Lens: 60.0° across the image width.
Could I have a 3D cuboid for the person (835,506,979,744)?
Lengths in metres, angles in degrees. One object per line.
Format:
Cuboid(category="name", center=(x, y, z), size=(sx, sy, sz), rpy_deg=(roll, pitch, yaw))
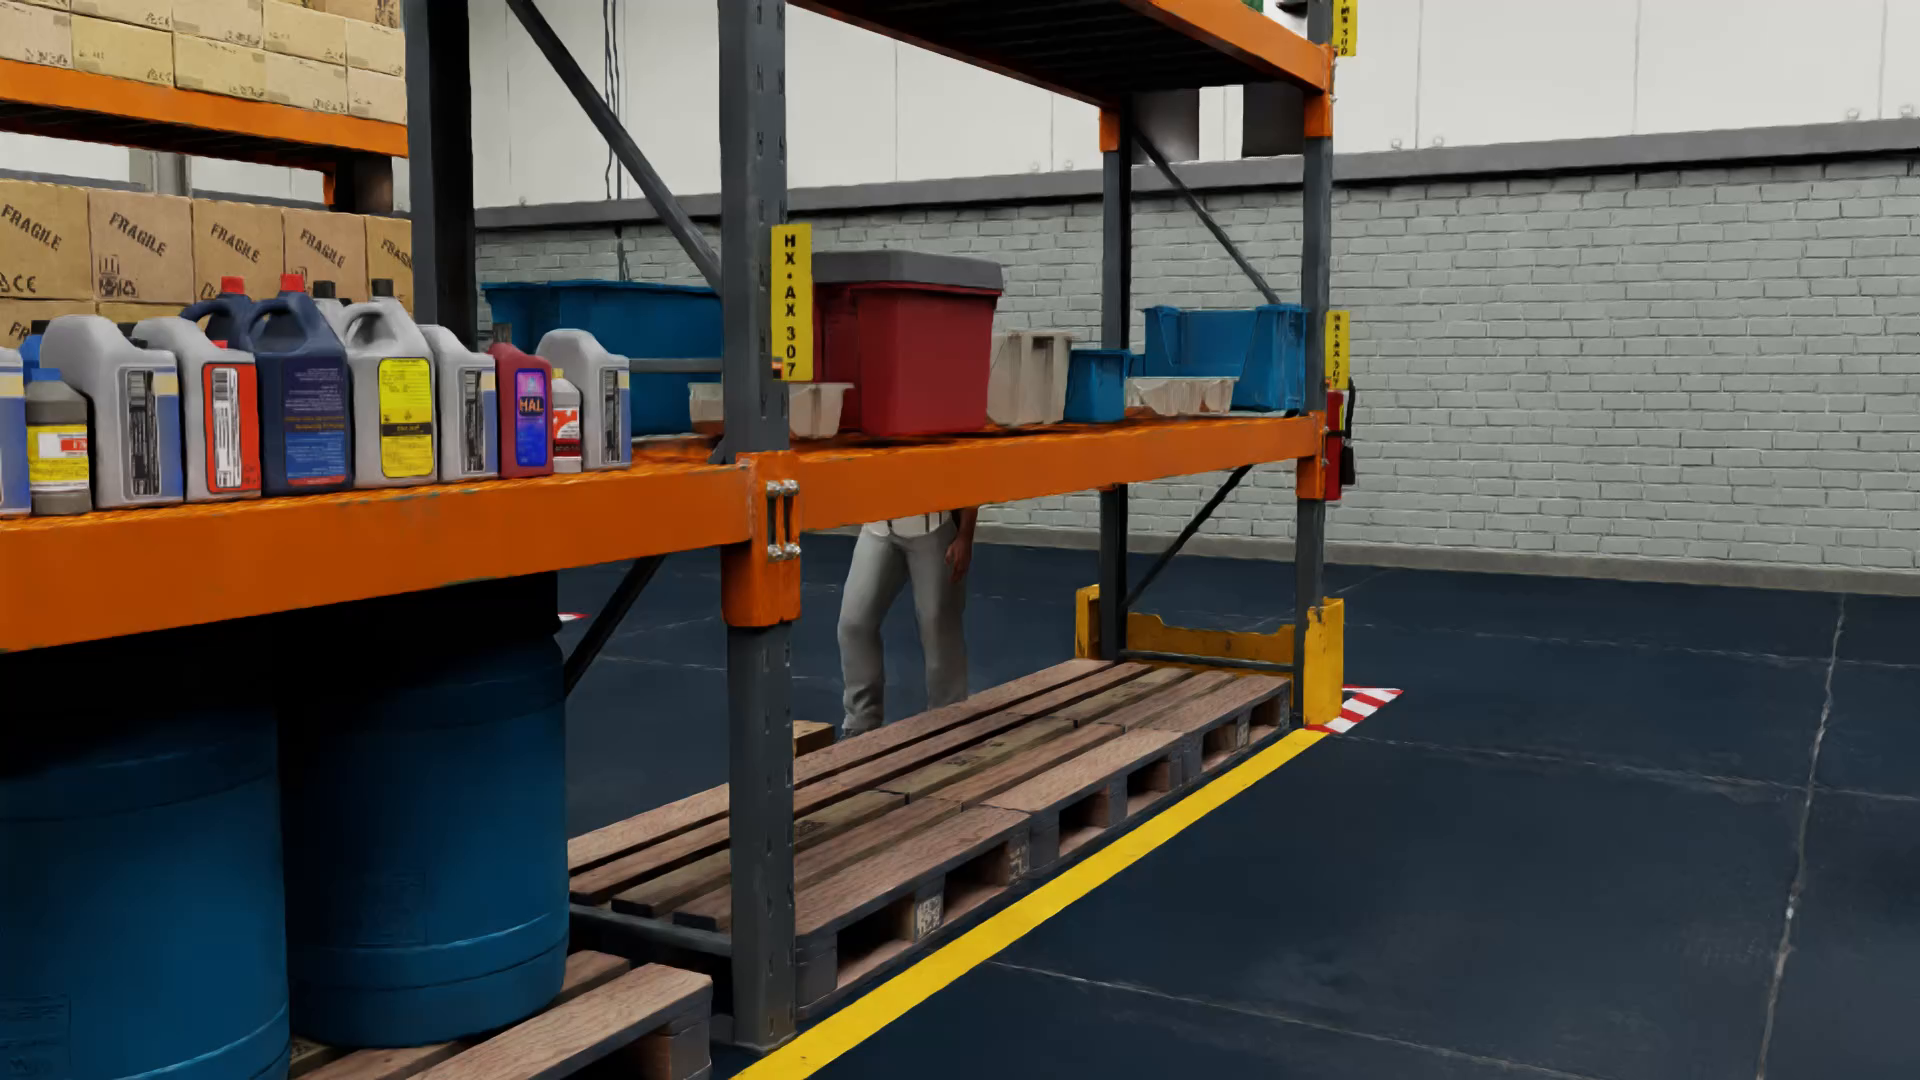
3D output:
Cuboid(category="person", center=(-0.188, -0.032, 6.279), size=(0.536, 1.770, 0.612), rpy_deg=(3, 7, 27))
